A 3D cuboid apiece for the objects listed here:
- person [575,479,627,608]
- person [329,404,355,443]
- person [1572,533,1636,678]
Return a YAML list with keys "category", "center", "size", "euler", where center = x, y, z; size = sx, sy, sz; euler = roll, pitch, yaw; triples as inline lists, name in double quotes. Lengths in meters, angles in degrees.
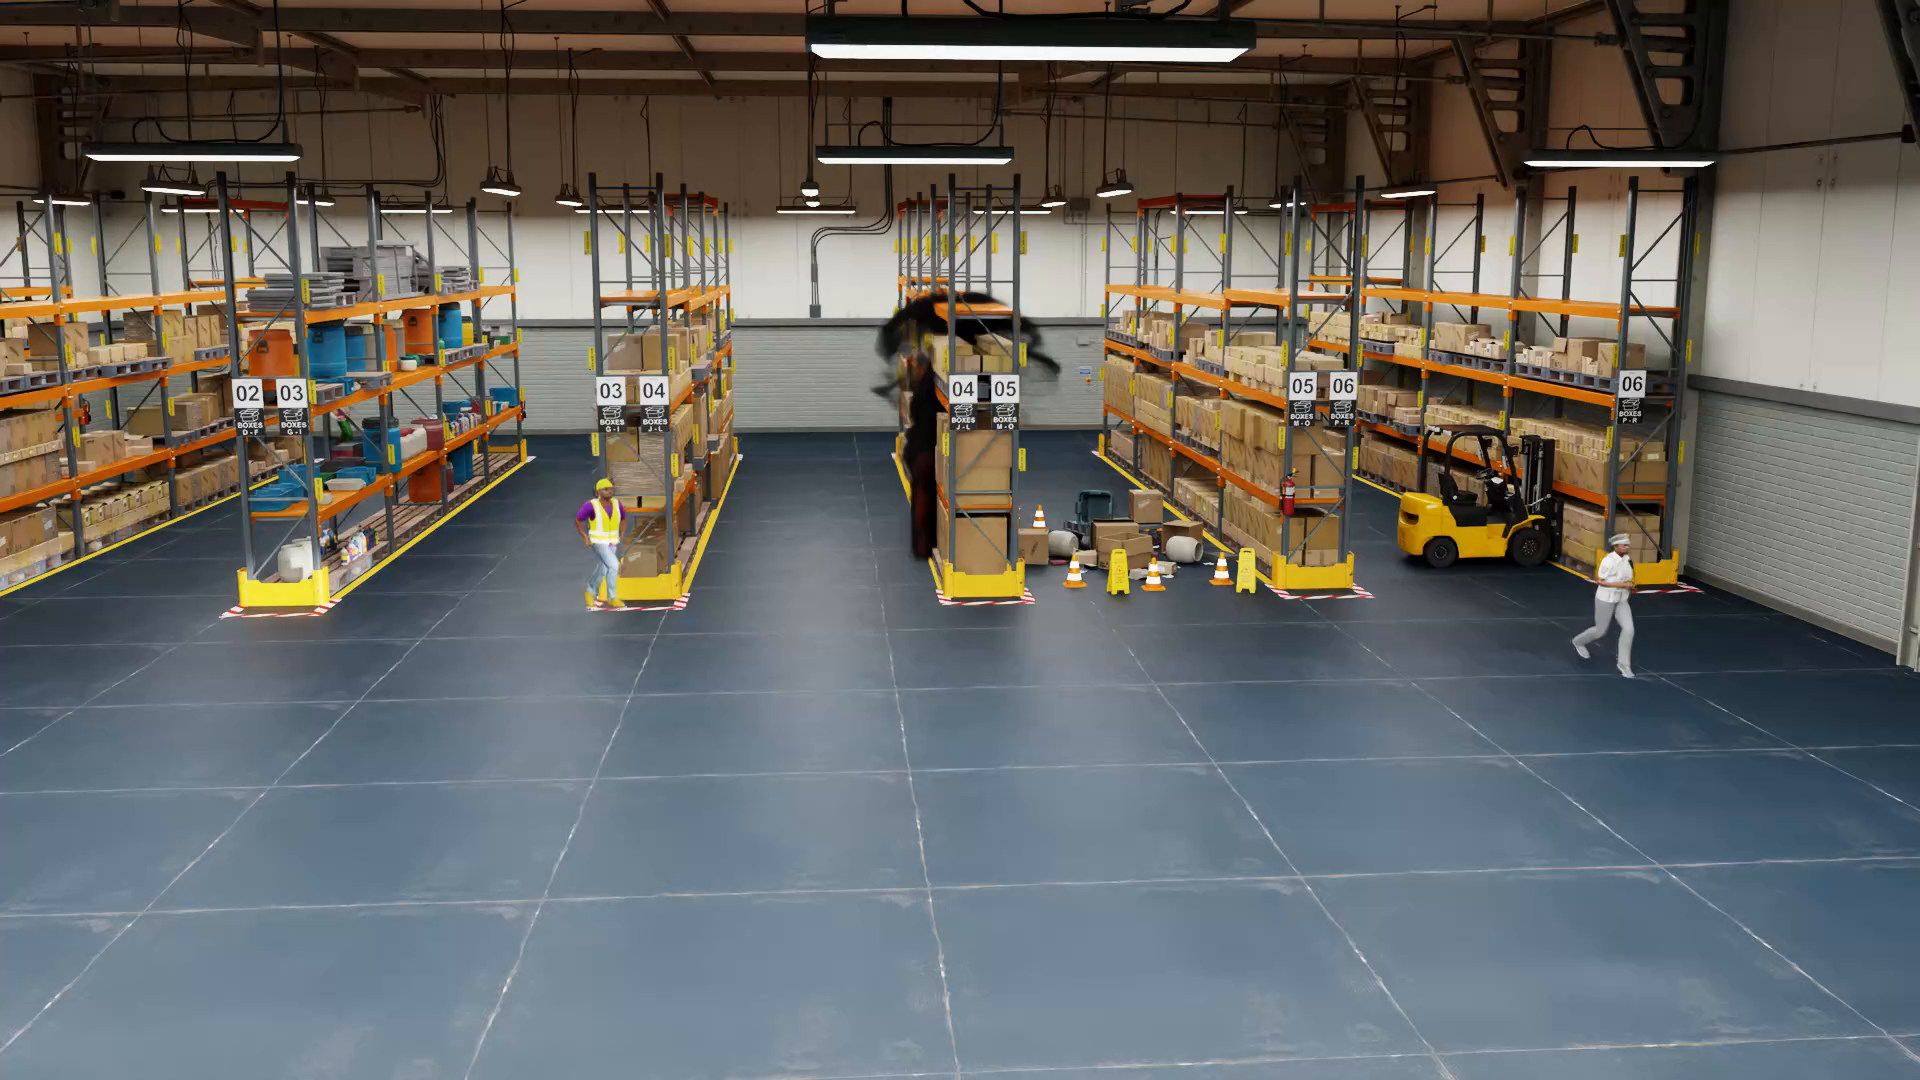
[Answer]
- category: "person"
  center: [-4.749, 0.058, 22.275]
  size: [0.941, 1.780, 0.695]
  euler: [10, 14, 43]
- category: "person"
  center: [-14.799, -2.856, 39.765]
  size: [0.911, 1.776, 0.663]
  euler: [4, 11, 20]
- category: "person"
  center: [7.719, 0.745, 19.791]
  size: [0.593, 1.743, 0.910]
  euler: [-5, 11, -27]
